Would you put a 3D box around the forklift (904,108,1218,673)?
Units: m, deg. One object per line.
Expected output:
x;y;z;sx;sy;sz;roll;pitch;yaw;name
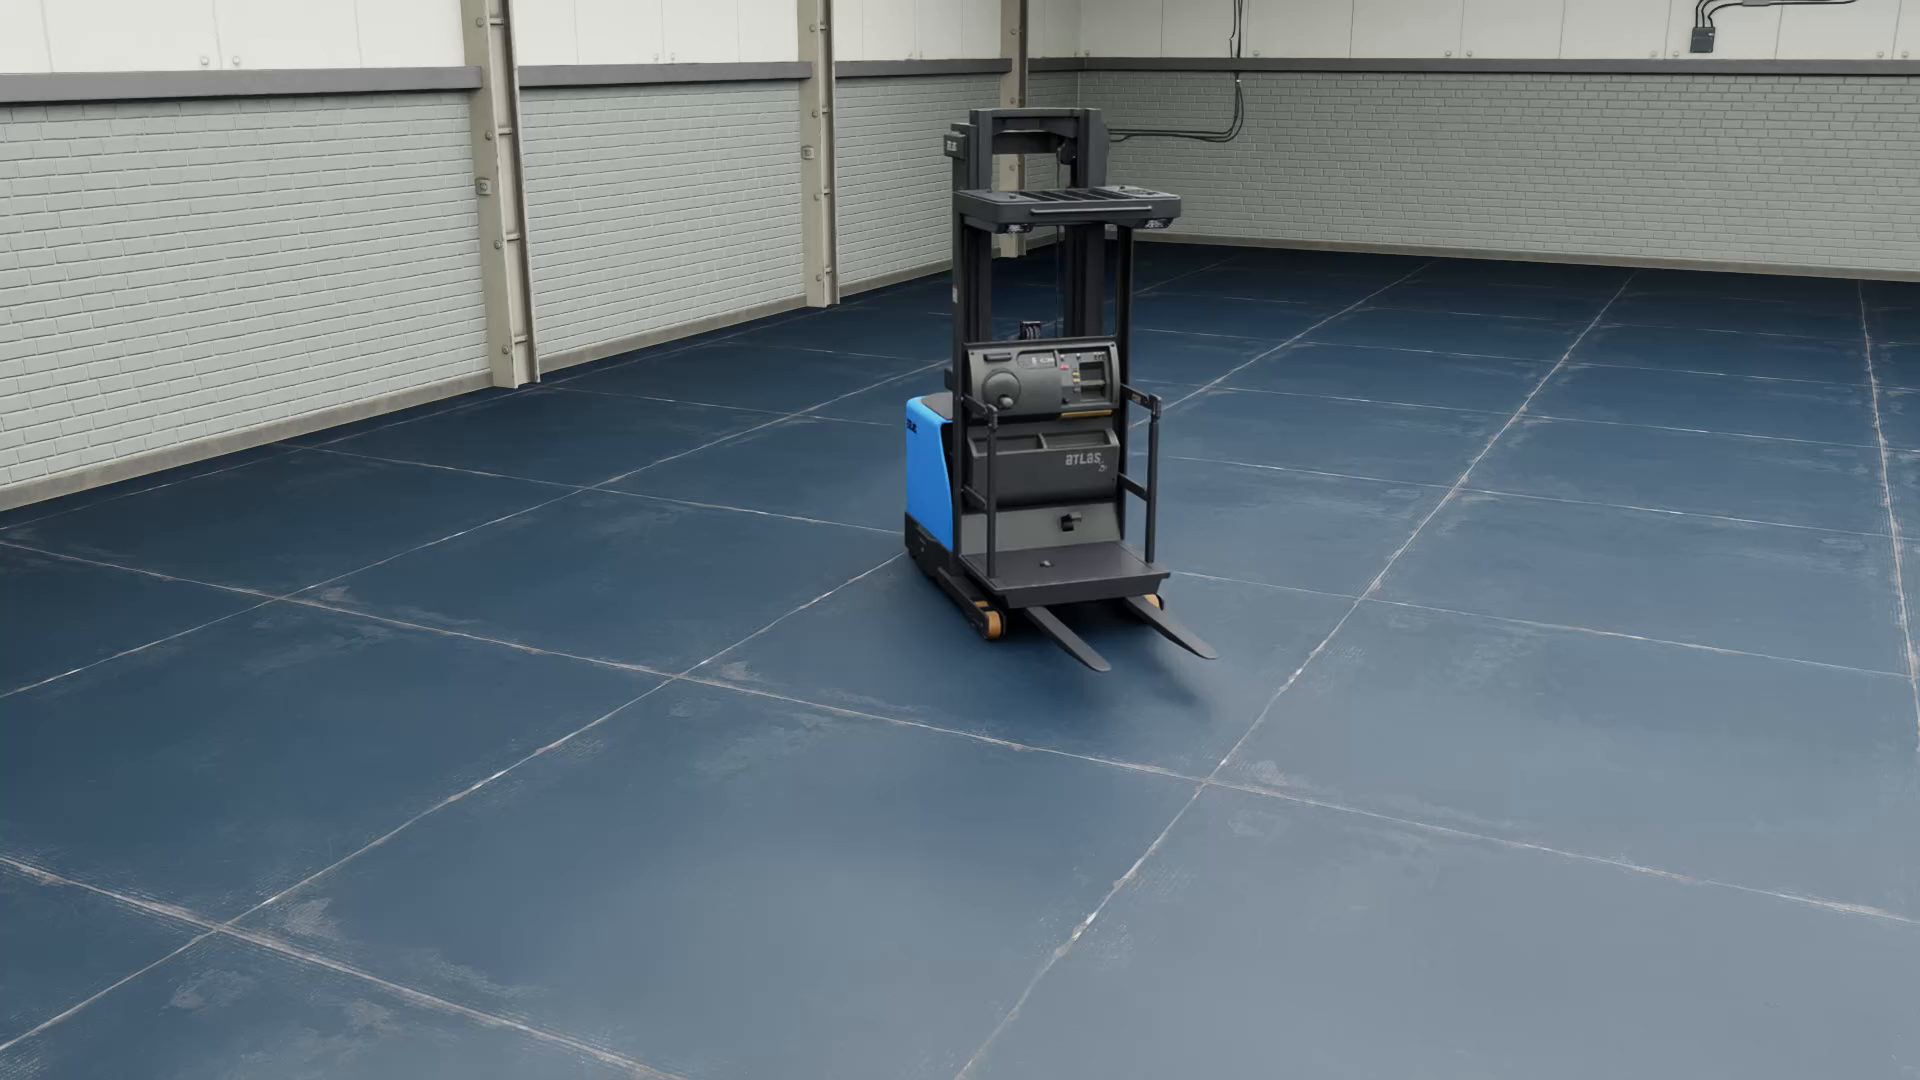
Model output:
0.566;-0.959;9.607;1.130;2.935;3.031;-5;17;-17;forklift

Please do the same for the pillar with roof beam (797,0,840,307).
2.027;-6.882;18.891;9.100;9.000;0.400;8;18;25;pillar with roof beam

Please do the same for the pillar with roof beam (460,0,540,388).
-0.654;-5.354;13.745;9.100;9.000;0.400;8;18;25;pillar with roof beam

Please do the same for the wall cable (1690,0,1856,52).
11.842;-9.959;23.276;2.305;6.003;0.169;8;18;25;wall cable

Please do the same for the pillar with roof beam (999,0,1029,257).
4.708;-8.411;24.036;9.100;9.000;0.400;8;18;25;pillar with roof beam

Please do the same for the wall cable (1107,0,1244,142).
3.356;-8.052;28.282;3.097;2.526;0.112;8;18;25;wall cable
